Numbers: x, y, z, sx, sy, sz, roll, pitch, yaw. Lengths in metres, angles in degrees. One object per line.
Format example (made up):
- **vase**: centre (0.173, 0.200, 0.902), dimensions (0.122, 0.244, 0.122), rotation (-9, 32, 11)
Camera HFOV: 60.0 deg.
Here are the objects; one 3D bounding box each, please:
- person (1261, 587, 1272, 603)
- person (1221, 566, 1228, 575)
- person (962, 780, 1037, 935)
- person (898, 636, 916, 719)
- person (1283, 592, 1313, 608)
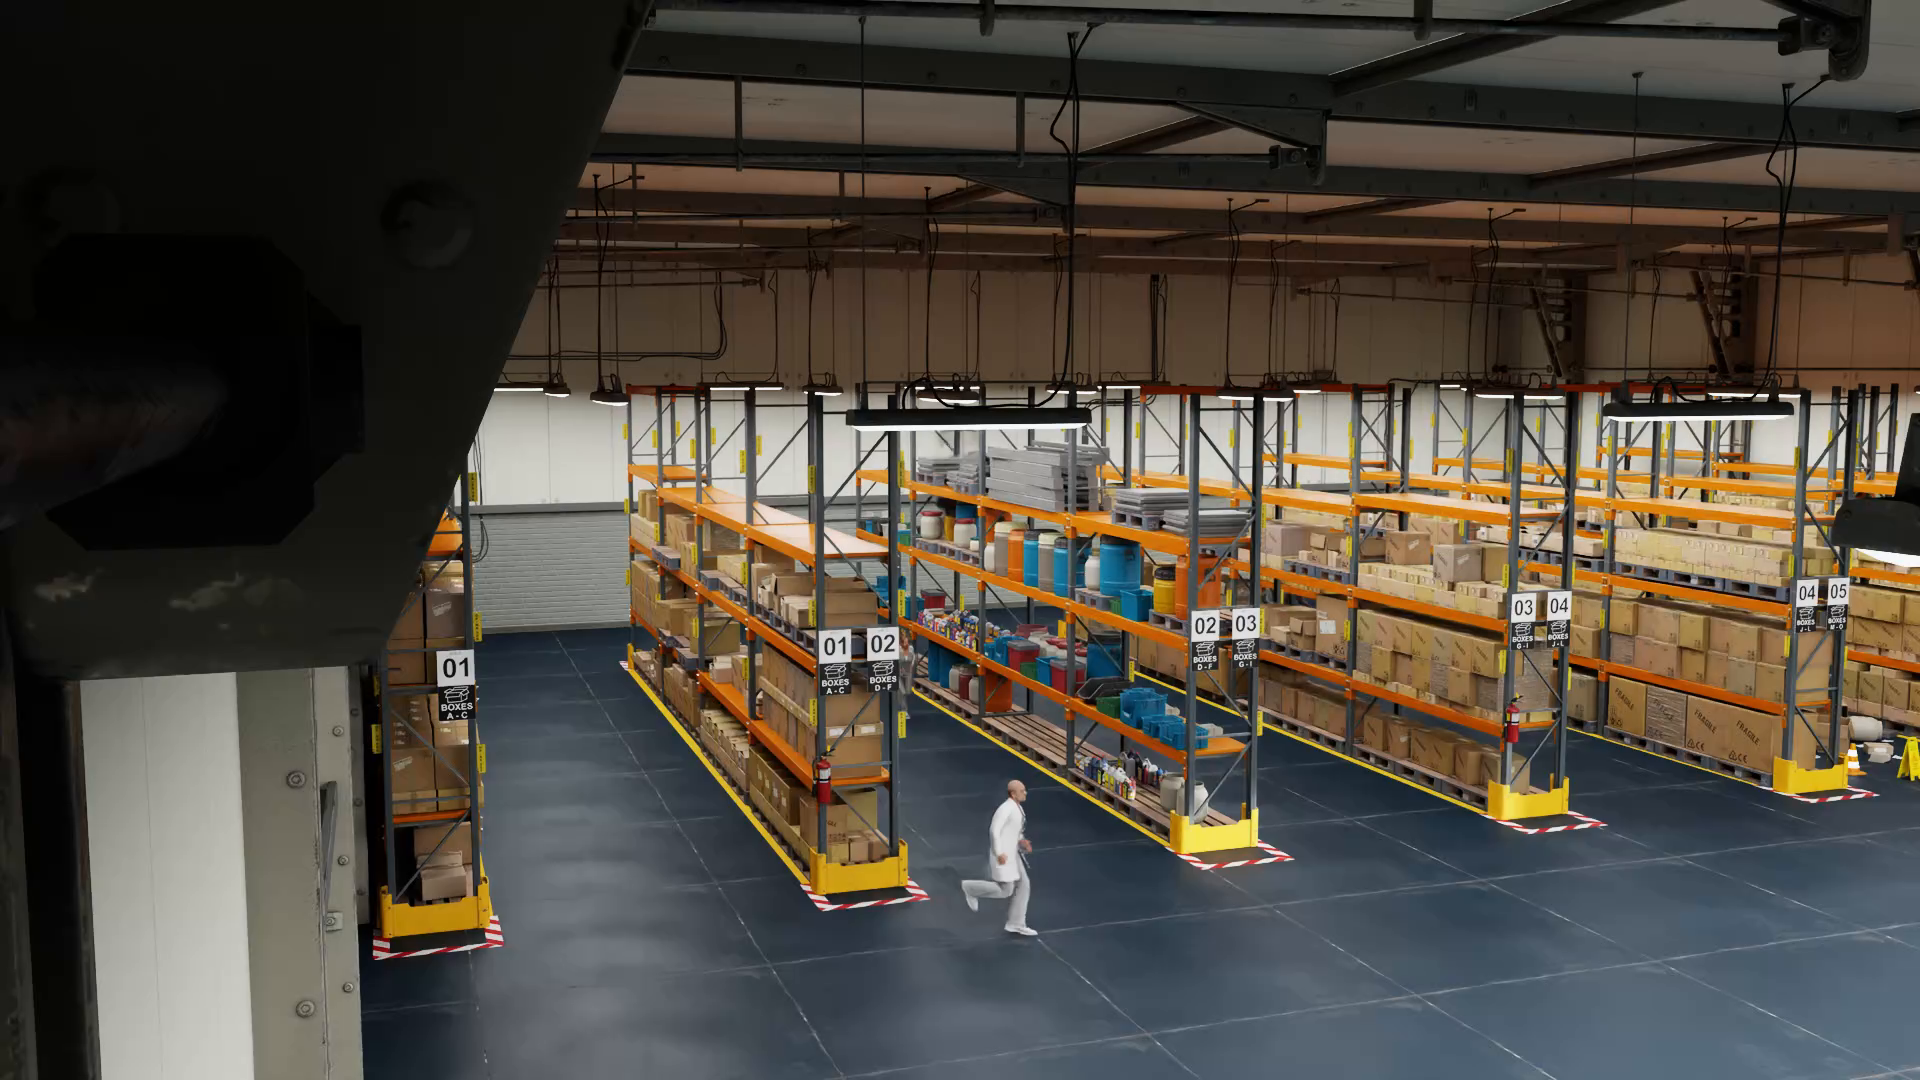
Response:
- **person**: centre (7.507, 1.186, 41.423), dimensions (0.868, 1.749, 0.761), rotation (2, 6, 20)
- **person**: centre (6.213, 1.342, 40.164), dimensions (0.707, 1.743, 0.769), rotation (4, 7, 34)
- **person**: centre (0.456, 3.563, 18.728), dimensions (0.873, 1.759, 0.729), rotation (2, 6, 18)
- **person**: centre (-1.035, 2.467, 30.200), dimensions (0.506, 1.541, 0.690), rotation (-2, 6, -16)
- **person**: centre (8.441, 1.204, 41.618), dimensions (0.993, 1.780, 0.623), rotation (-2, 6, -22)
